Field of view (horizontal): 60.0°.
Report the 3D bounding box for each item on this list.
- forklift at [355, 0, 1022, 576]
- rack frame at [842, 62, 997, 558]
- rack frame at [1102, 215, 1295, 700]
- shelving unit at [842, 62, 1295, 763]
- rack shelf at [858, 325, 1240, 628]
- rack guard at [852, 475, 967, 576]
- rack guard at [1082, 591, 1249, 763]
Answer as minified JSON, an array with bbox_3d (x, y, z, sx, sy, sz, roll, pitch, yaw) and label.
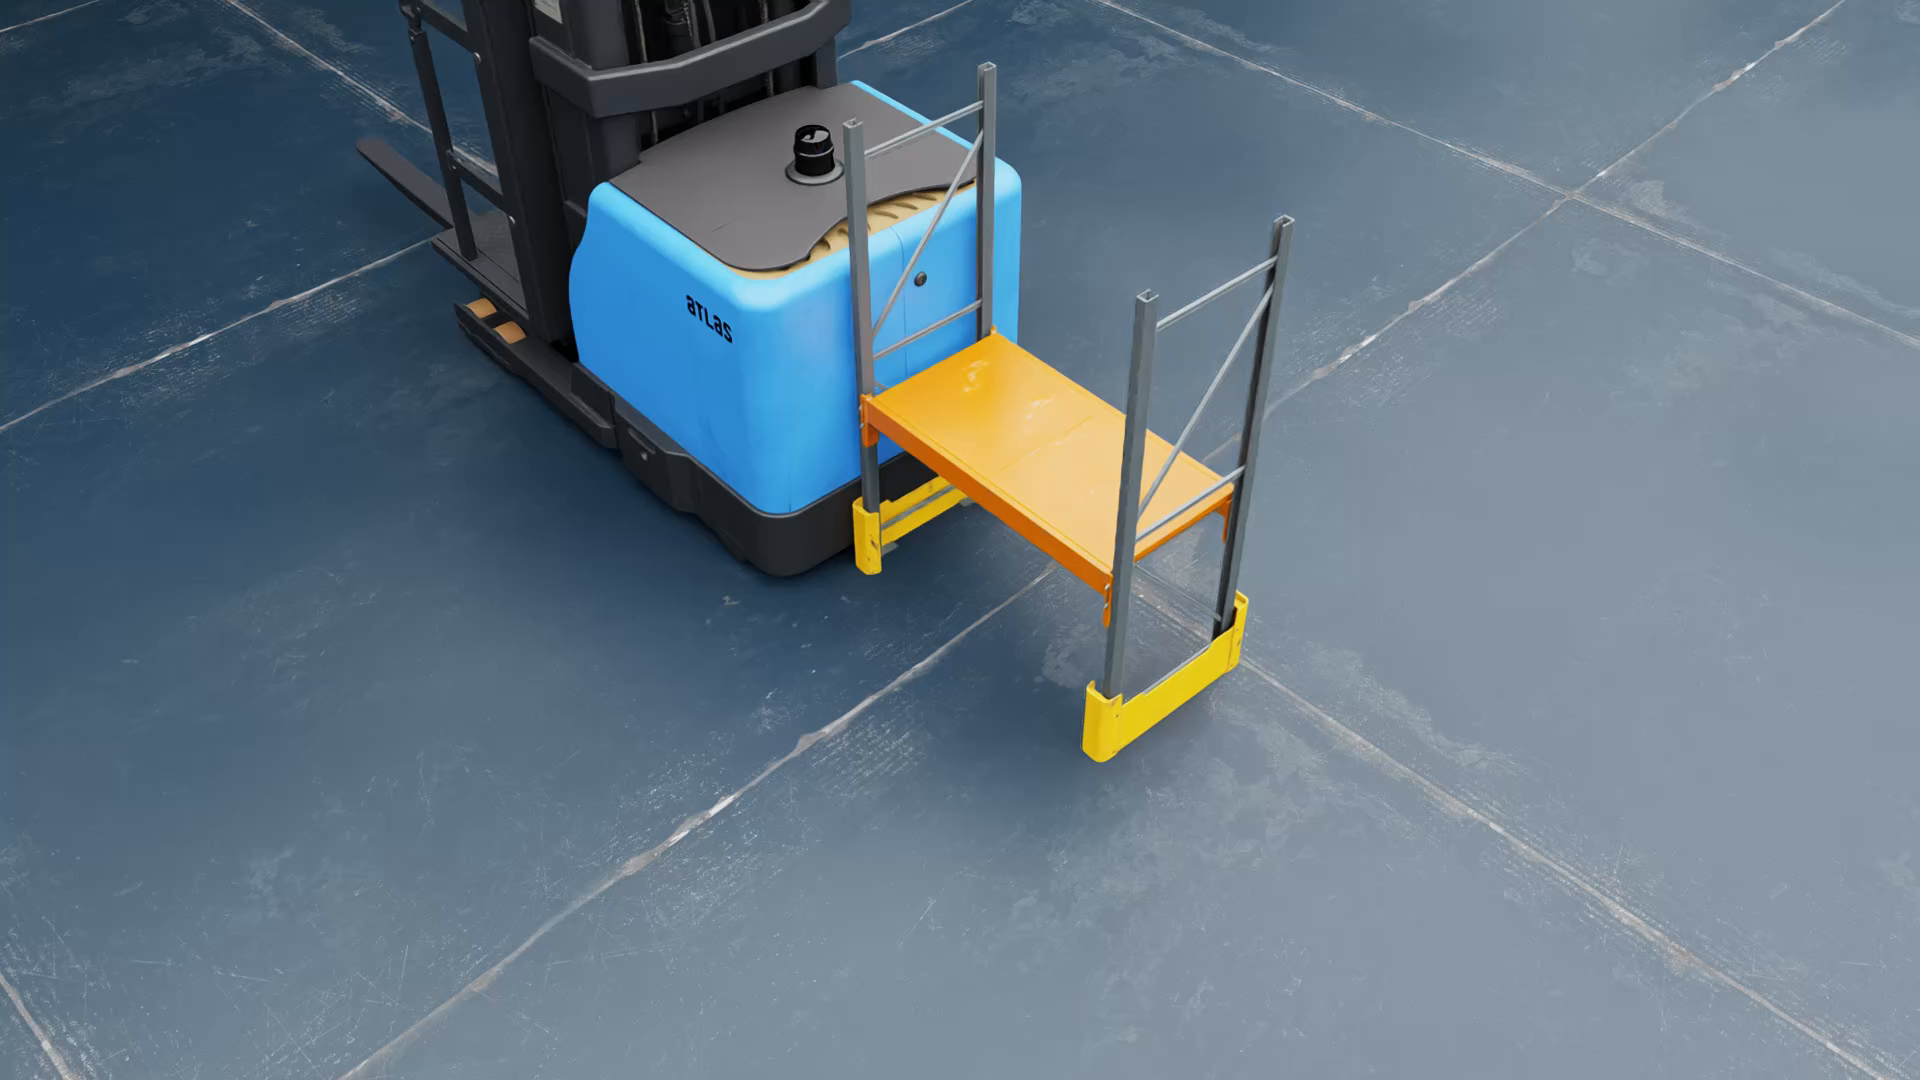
[{"bbox_3d":[-1.159,-1.887,5.133,1.130,2.935,3.031,-31,51,-29],"label":"forklift"},{"bbox_3d":[-0.099,-0.598,4.792,0.500,1.500,0.032,-31,51,-29],"label":"rack frame"},{"bbox_3d":[0.578,-0.084,4.235,0.500,1.500,0.032,-31,51,-29],"label":"rack frame"},{"bbox_3d":[0.246,-0.336,4.509,0.587,1.500,1.083,-31,51,-29],"label":"shelving unit"},{"bbox_3d":[0.240,-0.209,4.636,0.538,0.185,1.000,-31,51,-29],"label":"rack shelf"},{"bbox_3d":[-0.086,-0.129,5.206,0.587,0.250,0.087,-31,51,-29],"label":"rack guard"},{"bbox_3d":[0.578,0.375,4.660,0.587,0.250,0.087,-31,51,-29],"label":"rack guard"}]
